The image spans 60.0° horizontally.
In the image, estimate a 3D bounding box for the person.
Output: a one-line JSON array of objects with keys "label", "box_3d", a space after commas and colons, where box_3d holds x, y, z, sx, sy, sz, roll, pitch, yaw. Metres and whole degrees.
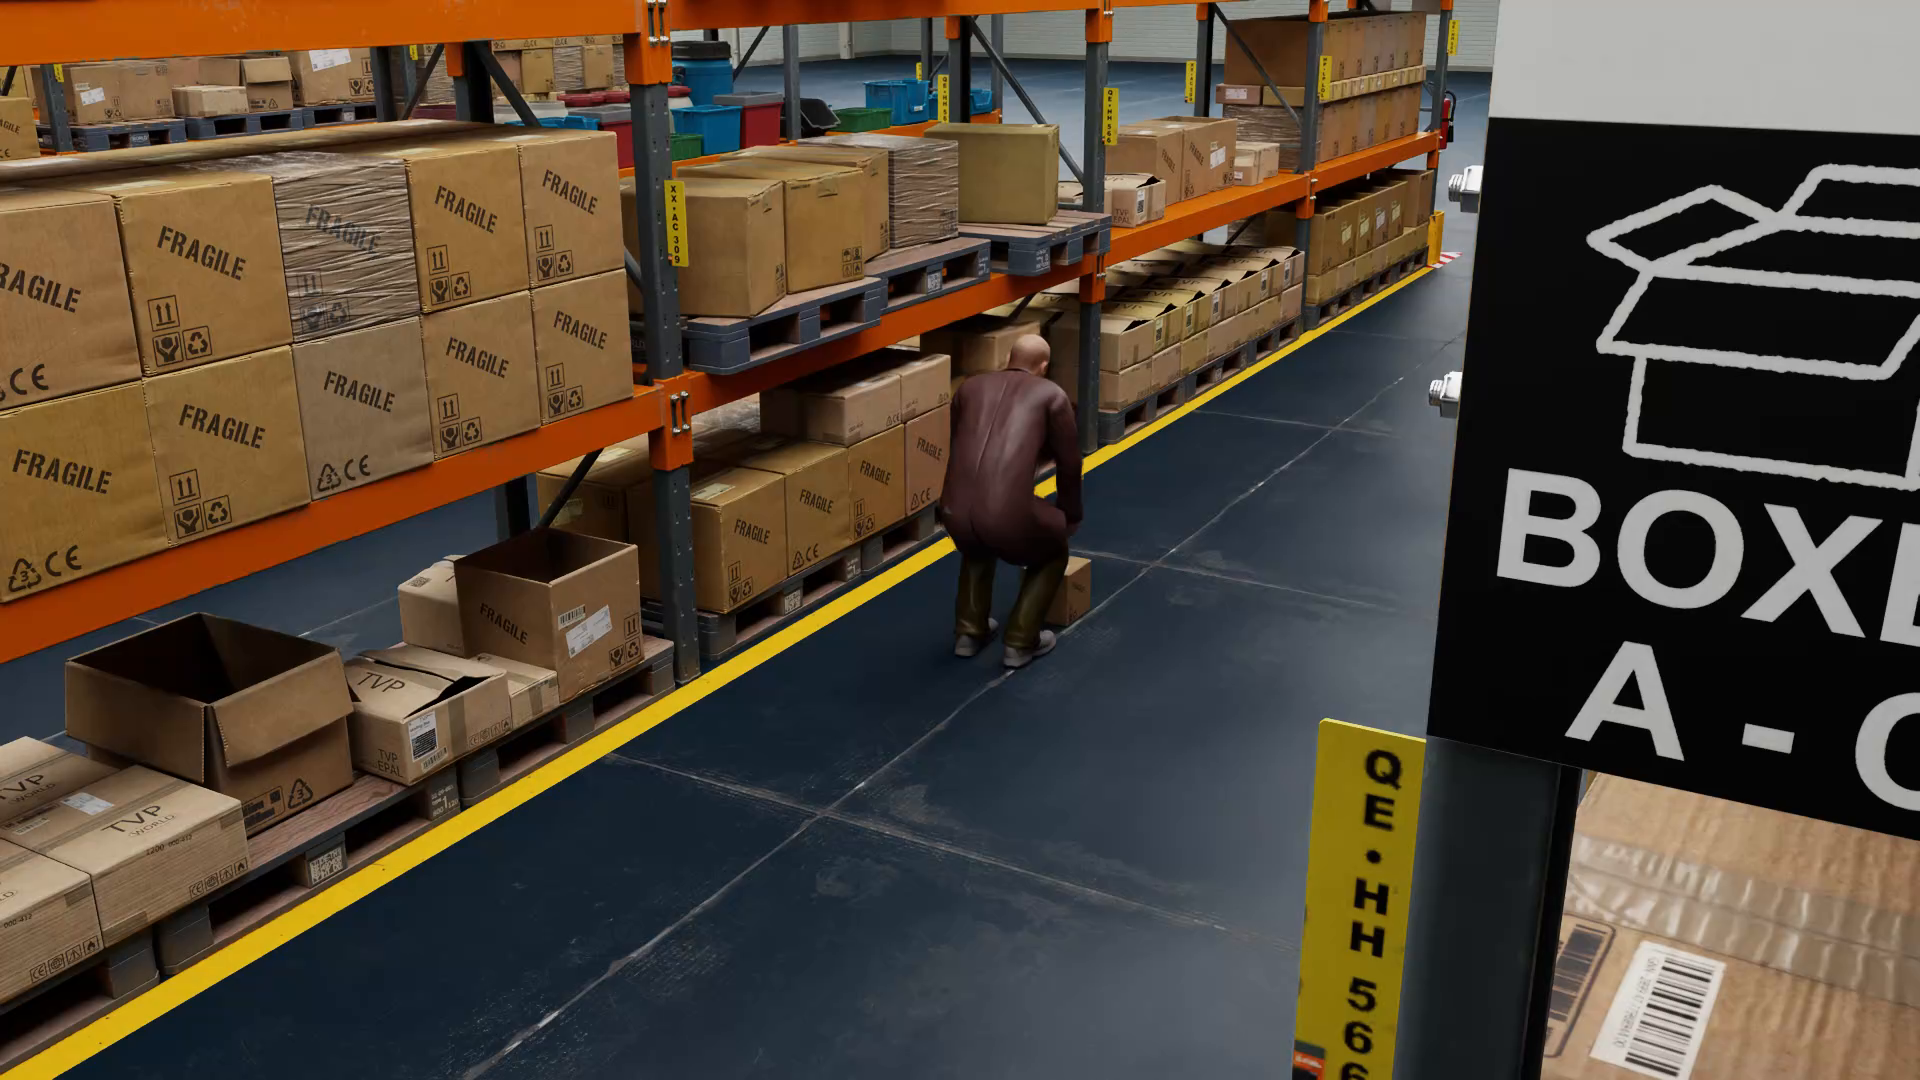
[{"label": "person", "box_3d": [0.186, -0.173, 7.226, 0.632, 1.363, 0.752, 10, 22, 28]}]
